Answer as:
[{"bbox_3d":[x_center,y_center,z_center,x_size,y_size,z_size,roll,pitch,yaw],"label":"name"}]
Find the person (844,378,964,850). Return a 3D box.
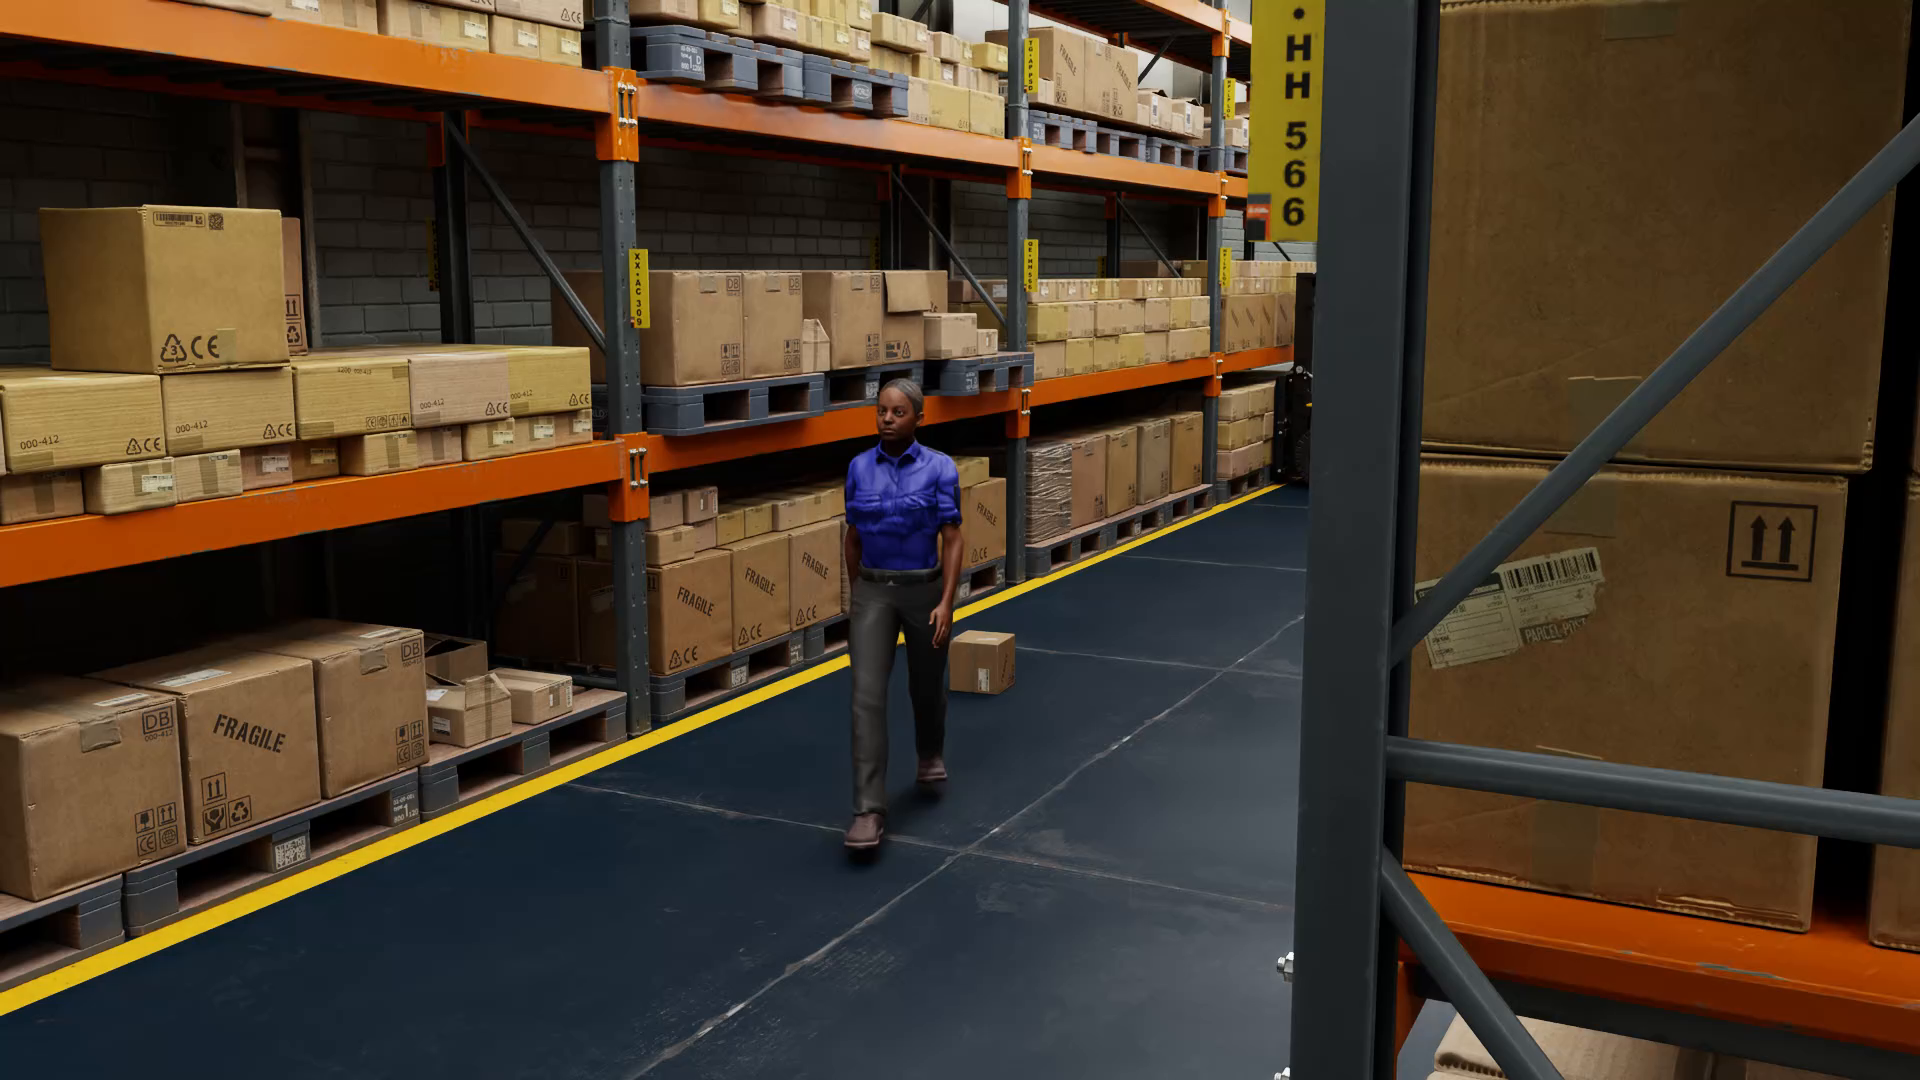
[{"bbox_3d":[-0.208,0.219,5.993,0.451,1.594,1.029,1,9,5],"label":"person"}]
